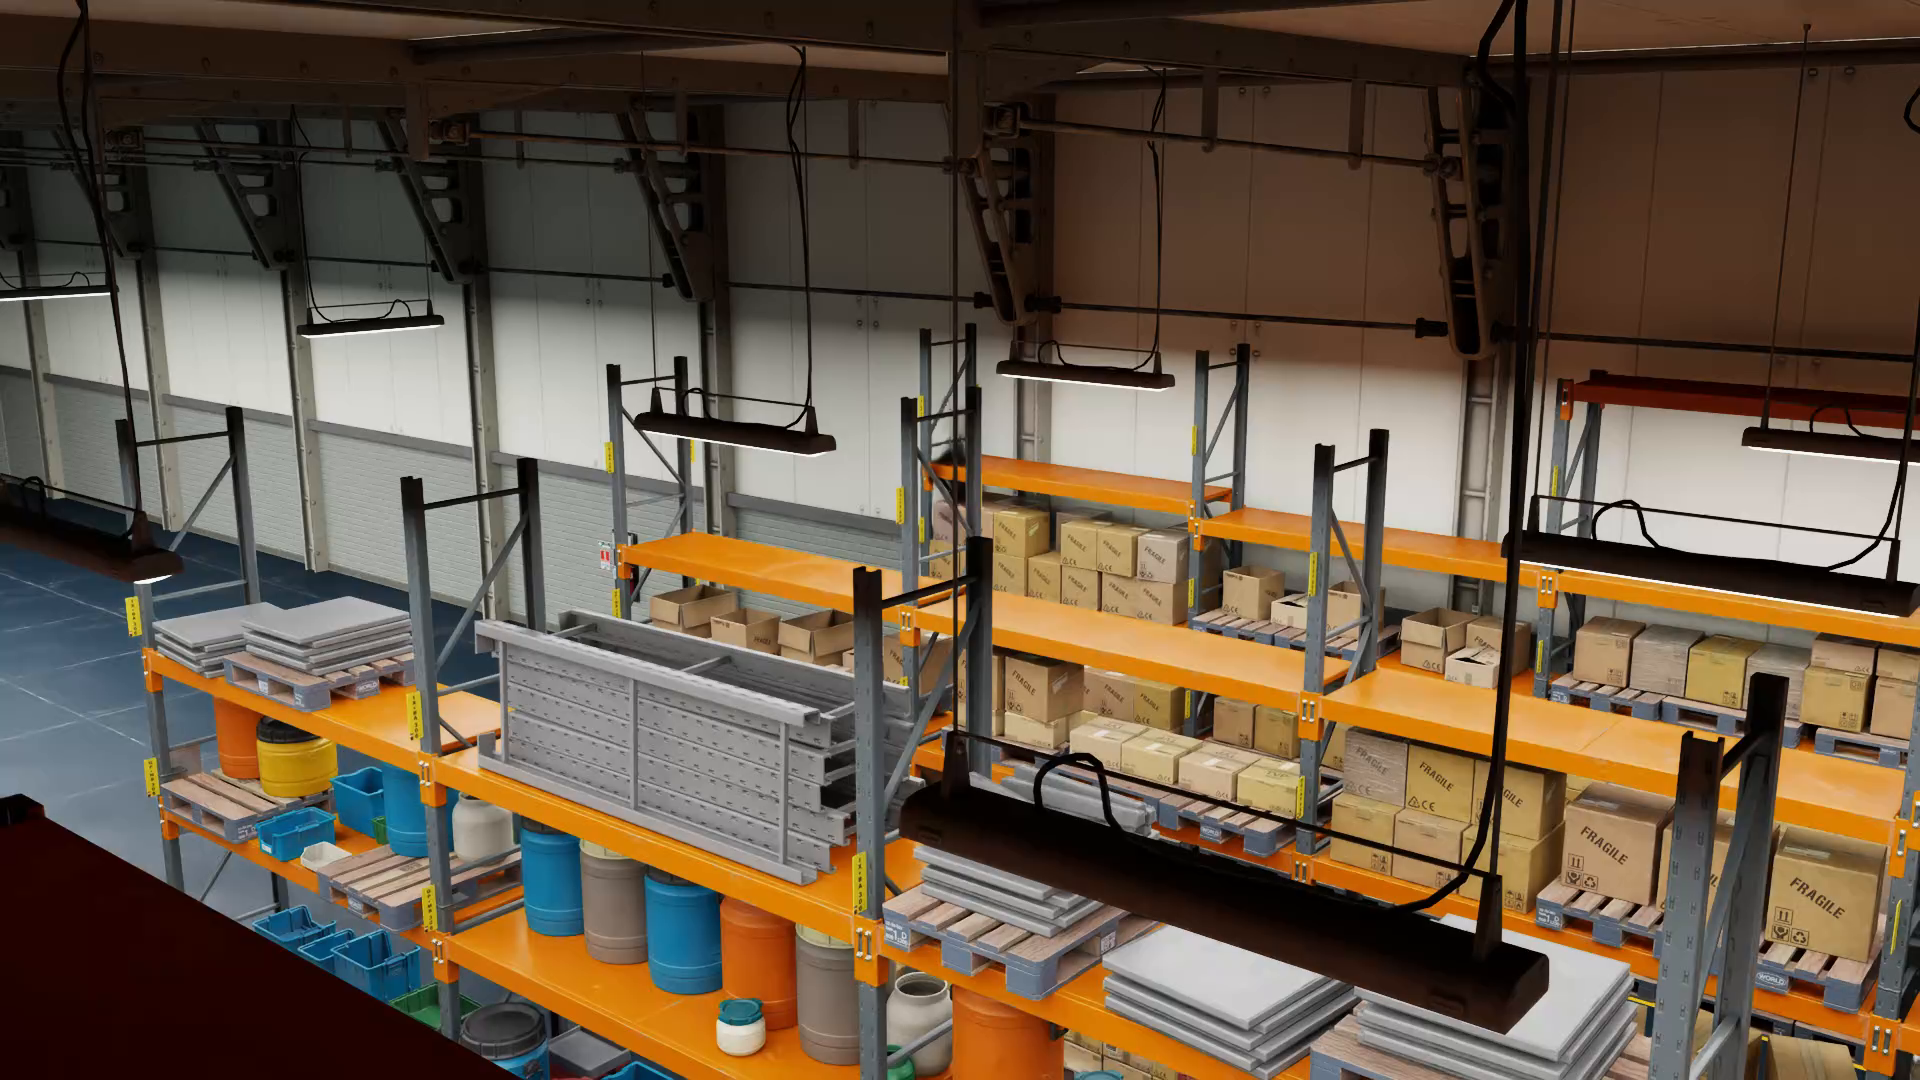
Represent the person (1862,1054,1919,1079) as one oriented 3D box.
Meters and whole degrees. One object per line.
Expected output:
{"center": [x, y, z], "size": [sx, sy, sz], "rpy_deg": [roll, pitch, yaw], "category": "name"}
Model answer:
{"center": [7.498, 4.421, 12.921], "size": [0.920, 1.635, 0.542], "rpy_deg": [8, 15, 32], "category": "person"}
